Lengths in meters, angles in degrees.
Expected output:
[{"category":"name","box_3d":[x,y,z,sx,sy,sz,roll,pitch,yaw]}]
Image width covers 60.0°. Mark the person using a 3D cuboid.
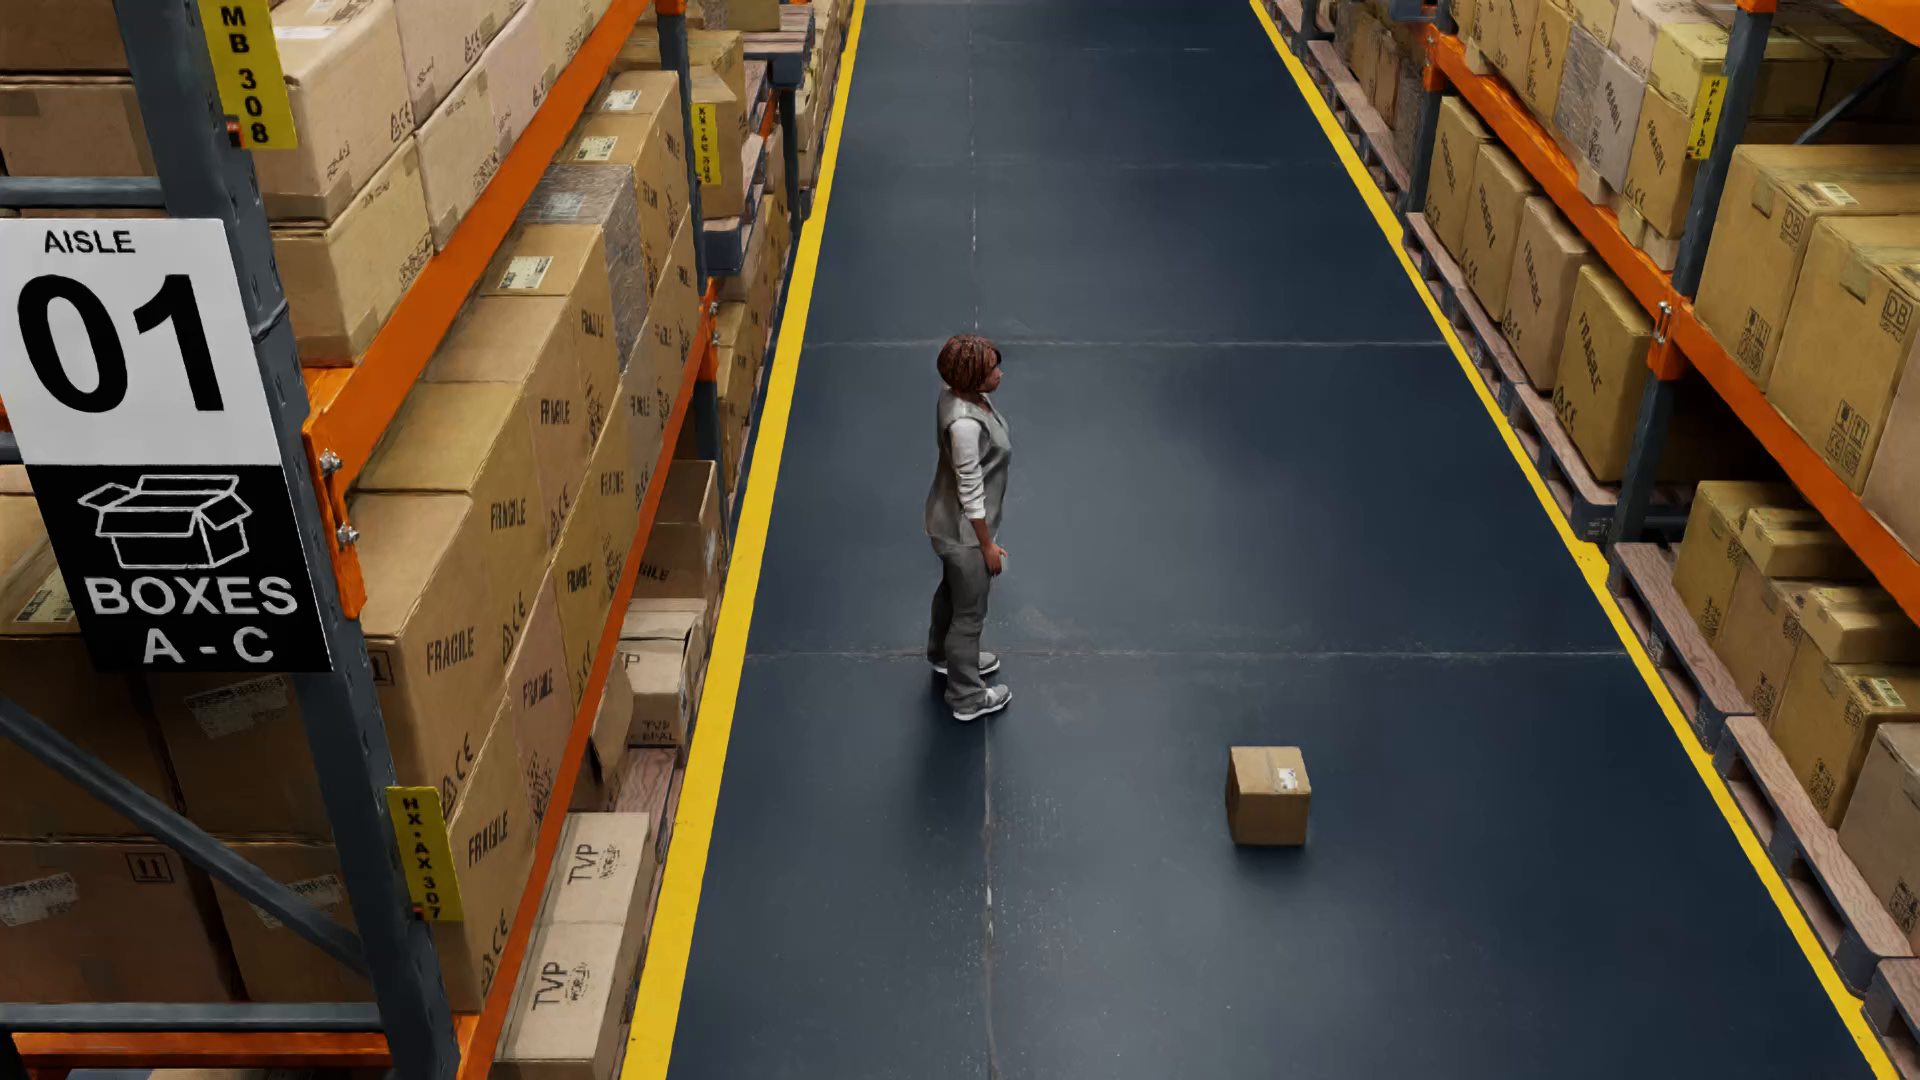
[{"category":"person","box_3d":[0.032,-0.062,6.219,0.341,1.600,0.447,-1,32,-1]}]
